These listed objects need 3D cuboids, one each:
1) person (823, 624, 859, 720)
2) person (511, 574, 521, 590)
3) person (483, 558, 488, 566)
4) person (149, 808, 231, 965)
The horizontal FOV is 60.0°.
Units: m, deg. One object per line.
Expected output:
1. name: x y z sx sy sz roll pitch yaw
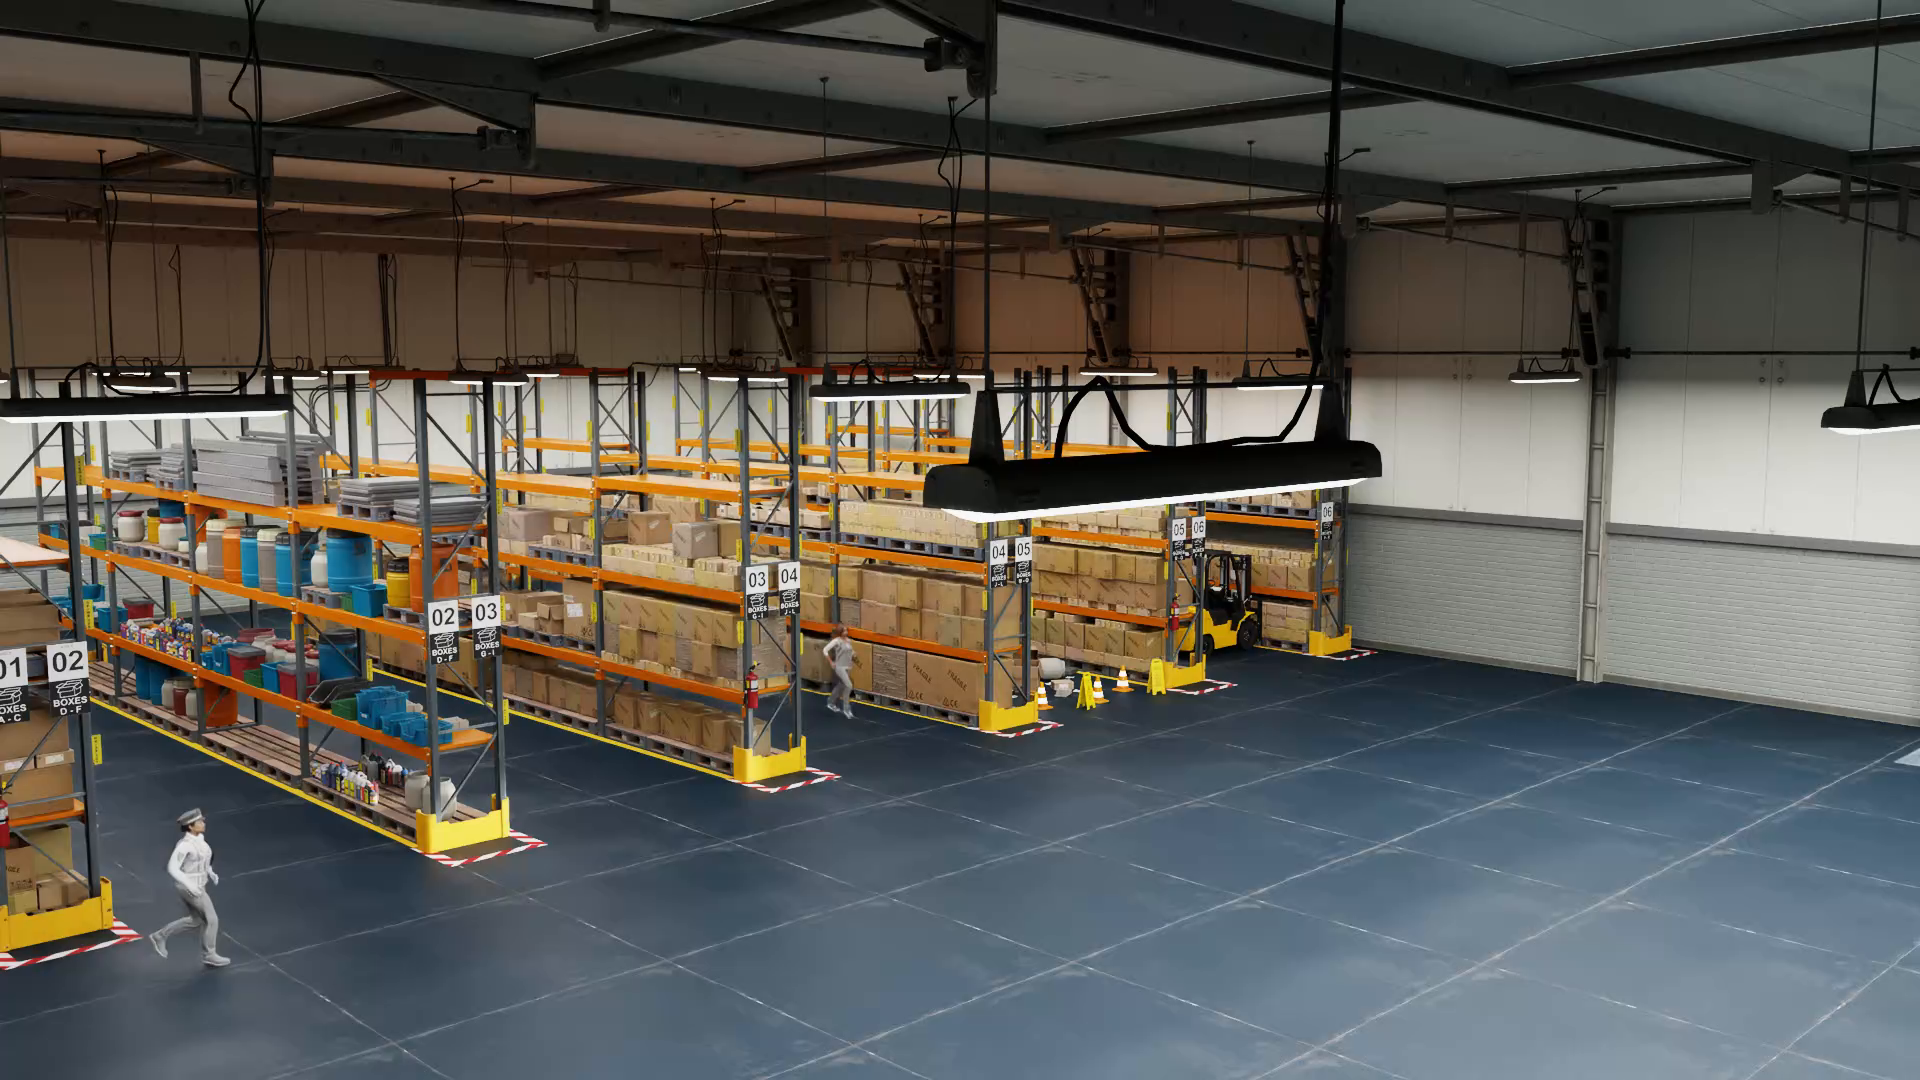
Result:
1. person: -2.056 2.275 28.897 0.728 1.646 0.507 4 8 31
2. person: -10.843 0.898 40.879 0.555 1.665 0.790 -3 7 -25
3. person: -10.575 1.290 37.221 0.697 1.812 0.687 -6 9 -42
4. person: -7.979 3.585 17.144 0.786 1.676 0.611 -1 7 -13
